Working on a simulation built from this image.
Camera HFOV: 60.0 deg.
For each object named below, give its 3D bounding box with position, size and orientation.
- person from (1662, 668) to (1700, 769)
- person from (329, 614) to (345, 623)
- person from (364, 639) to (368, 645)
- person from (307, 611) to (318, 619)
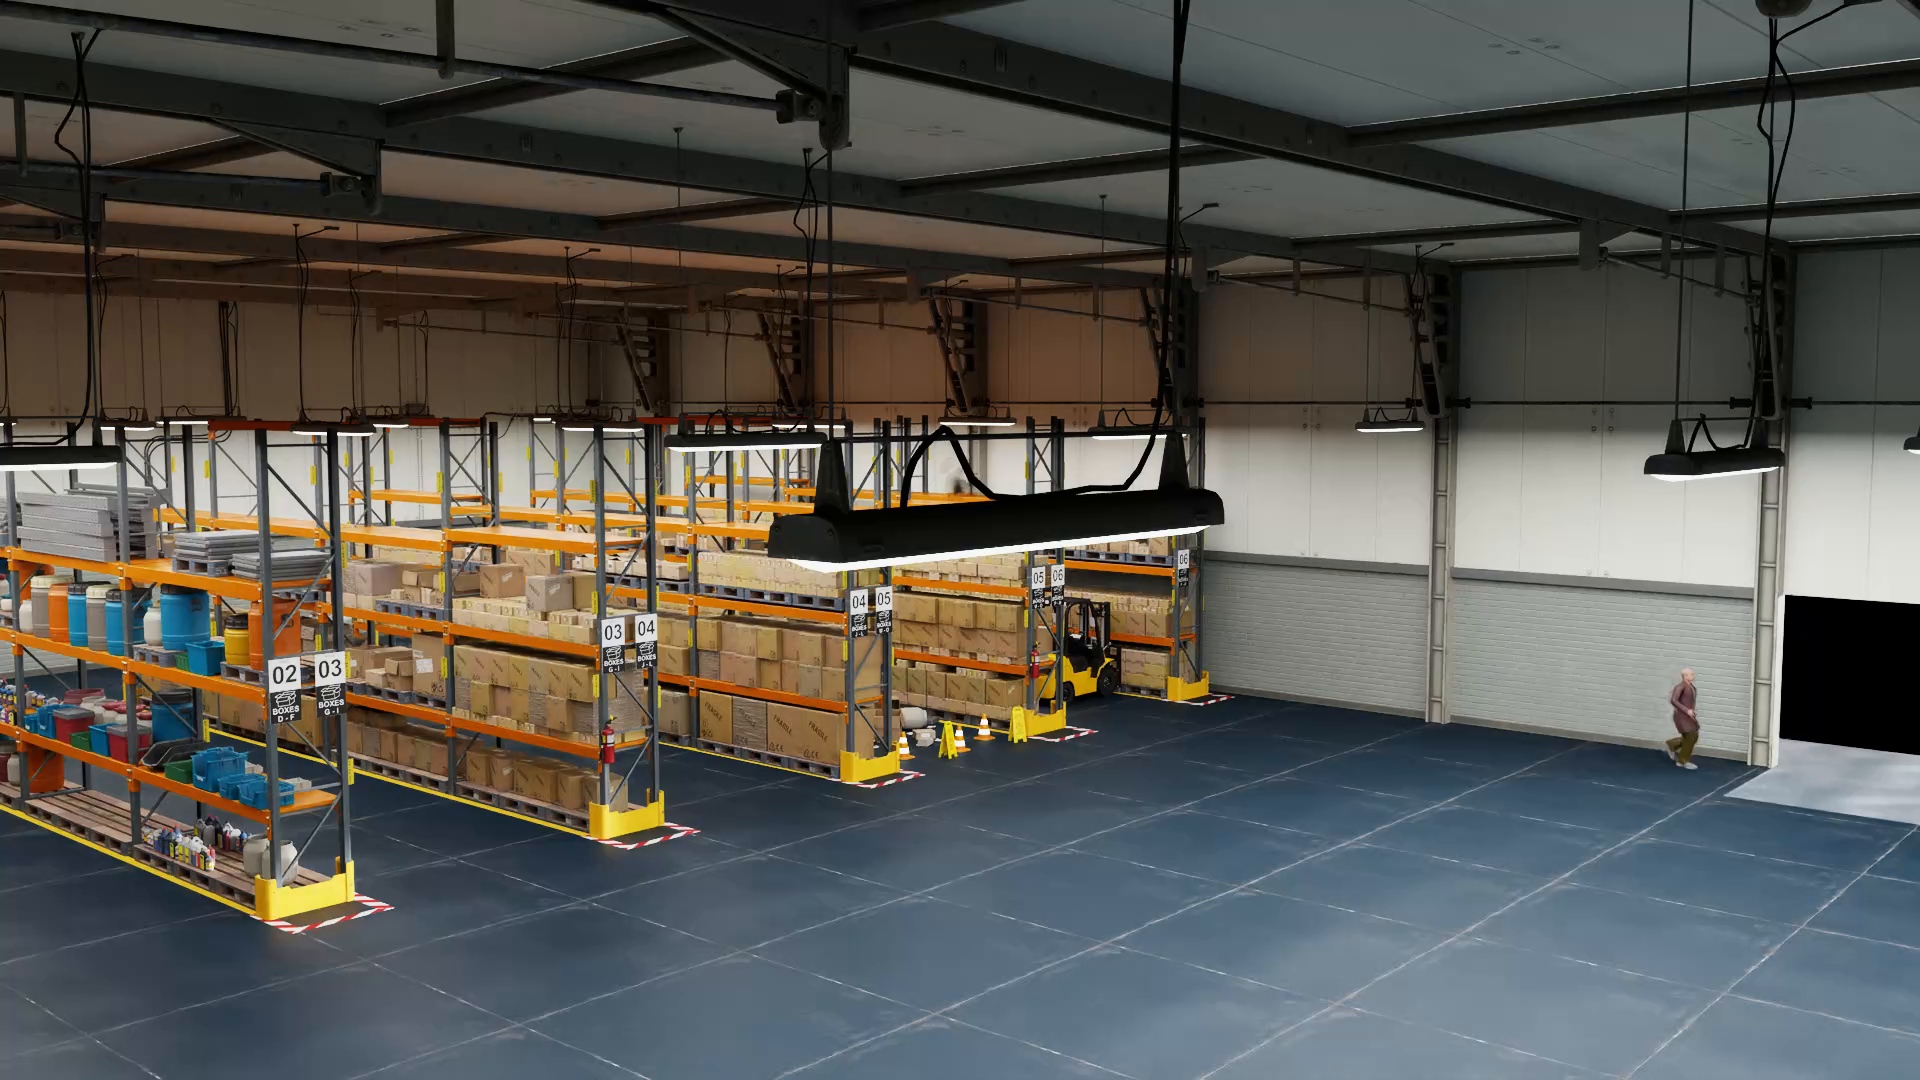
[{"bbox_3d":[12.488,3.073,28.796,0.659,1.746,0.722,4,7,43],"label":"person"},{"bbox_3d":[-14.640,2.288,38.930,0.656,1.659,0.657,2,5,21],"label":"person"},{"bbox_3d":[-11.452,2.779,32.514,0.590,1.677,0.648,4,6,38],"label":"person"},{"bbox_3d":[-15.214,2.321,38.540,0.777,1.613,0.865,4,6,40],"label":"person"}]
